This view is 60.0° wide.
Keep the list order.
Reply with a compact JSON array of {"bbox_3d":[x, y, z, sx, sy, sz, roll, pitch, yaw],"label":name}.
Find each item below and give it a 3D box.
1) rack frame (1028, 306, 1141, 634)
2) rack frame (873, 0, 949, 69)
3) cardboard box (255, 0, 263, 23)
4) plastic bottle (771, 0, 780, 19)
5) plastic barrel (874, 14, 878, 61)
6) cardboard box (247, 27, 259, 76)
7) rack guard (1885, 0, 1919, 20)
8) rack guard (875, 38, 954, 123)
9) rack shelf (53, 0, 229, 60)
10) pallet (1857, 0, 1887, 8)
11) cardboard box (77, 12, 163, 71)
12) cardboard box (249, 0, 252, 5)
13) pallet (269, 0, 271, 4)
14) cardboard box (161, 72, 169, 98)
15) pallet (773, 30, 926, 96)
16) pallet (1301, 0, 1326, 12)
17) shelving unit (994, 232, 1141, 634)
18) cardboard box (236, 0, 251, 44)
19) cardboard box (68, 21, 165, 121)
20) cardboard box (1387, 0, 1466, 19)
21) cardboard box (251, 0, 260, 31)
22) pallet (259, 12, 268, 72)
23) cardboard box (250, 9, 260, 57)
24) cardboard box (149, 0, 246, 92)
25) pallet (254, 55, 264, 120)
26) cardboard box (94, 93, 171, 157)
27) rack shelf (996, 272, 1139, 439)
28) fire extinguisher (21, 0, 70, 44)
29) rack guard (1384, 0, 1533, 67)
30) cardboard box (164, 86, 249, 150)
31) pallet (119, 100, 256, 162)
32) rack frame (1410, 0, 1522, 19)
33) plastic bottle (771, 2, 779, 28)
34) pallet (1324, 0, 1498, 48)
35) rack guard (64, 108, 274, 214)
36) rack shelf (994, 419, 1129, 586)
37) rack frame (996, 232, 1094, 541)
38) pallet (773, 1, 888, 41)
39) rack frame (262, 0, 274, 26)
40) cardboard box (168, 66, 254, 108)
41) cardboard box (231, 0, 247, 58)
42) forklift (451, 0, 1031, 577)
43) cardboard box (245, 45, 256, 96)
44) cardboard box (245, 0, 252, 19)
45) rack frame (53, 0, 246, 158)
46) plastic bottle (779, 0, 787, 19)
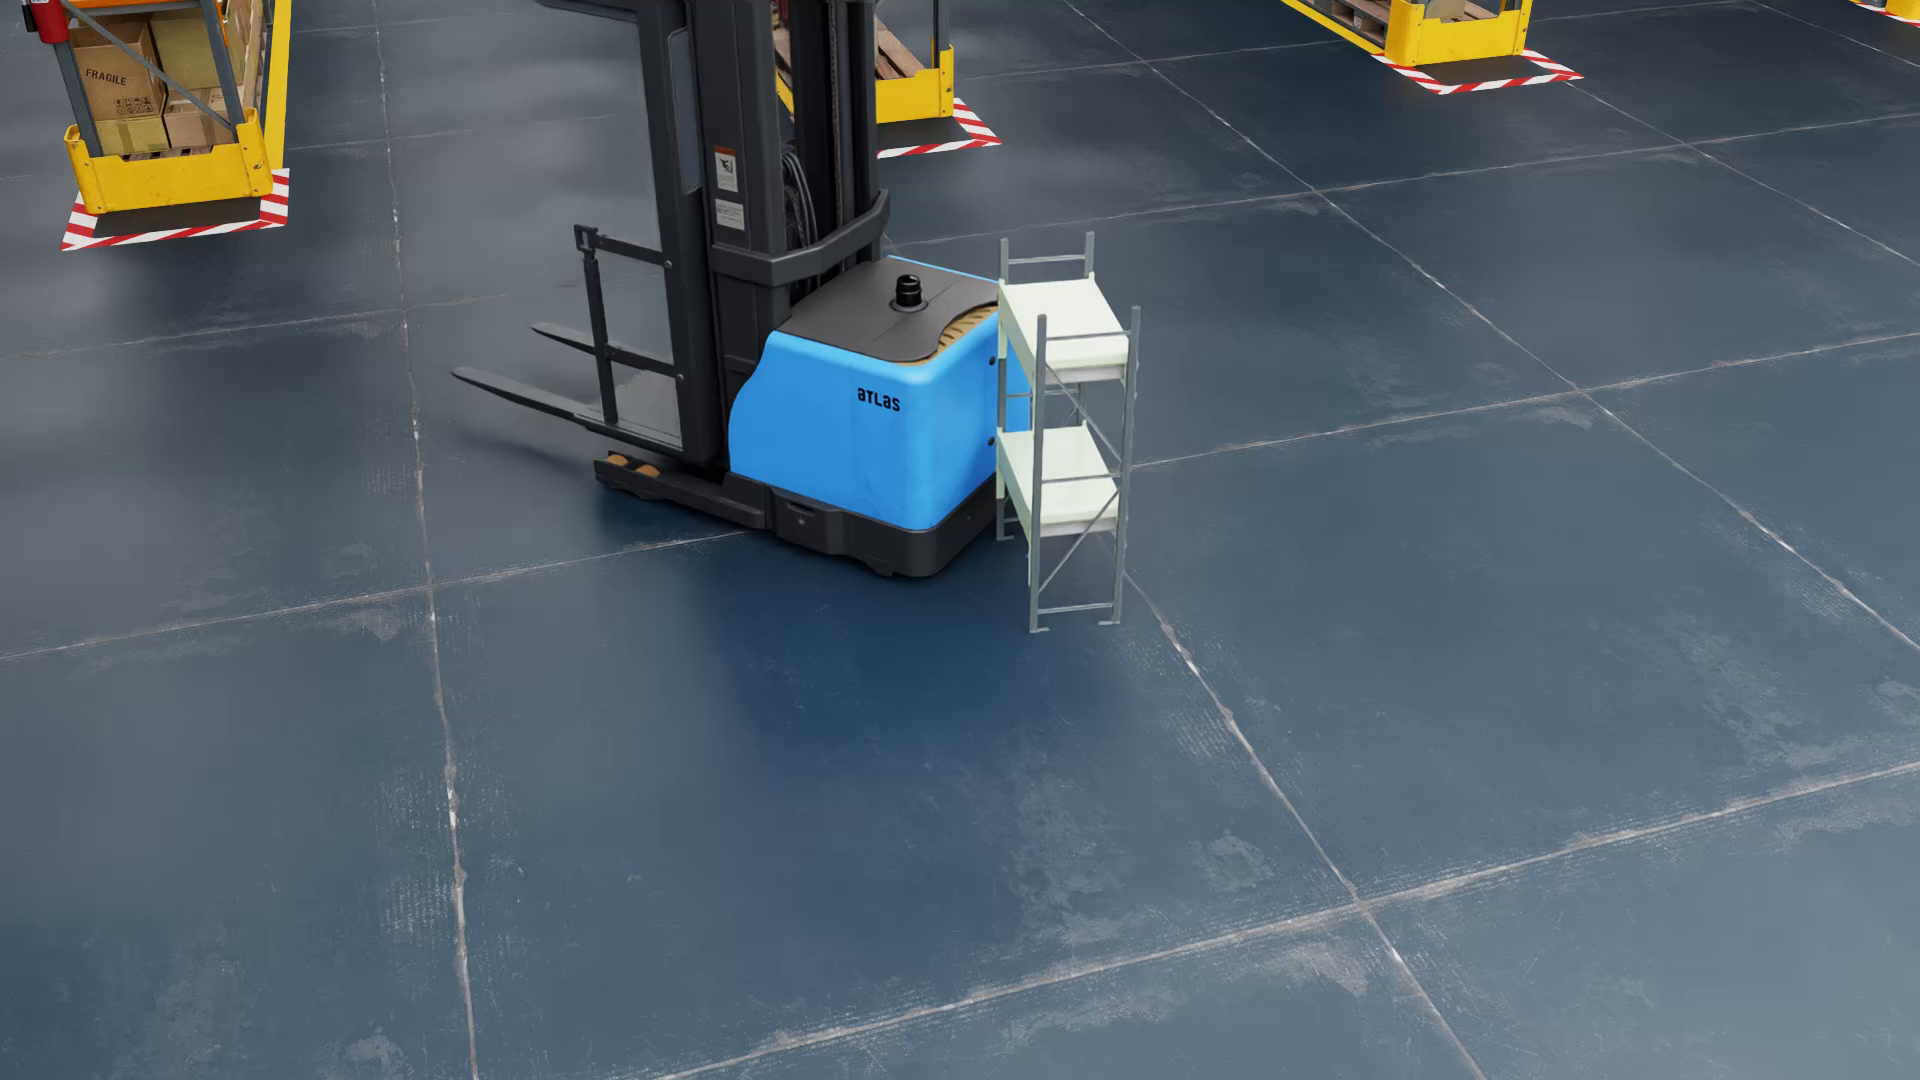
[{"bbox_3d":[0.493,-0.248,6.765,0.400,1.500,0.023,-6,34,-8],"label":"rack frame"},{"bbox_3d":[-0.572,-4.434,11.740,1.000,3.000,0.127,-10,35,-15],"label":"rack frame"},{"bbox_3d":[-6.161,-4.525,13.990,0.500,0.250,0.500,-10,35,-15],"label":"cardboard box"},{"bbox_3d":[-1.601,-4.509,13.924,0.152,0.276,0.135,-10,35,-14],"label":"plastic bottle"},{"bbox_3d":[-0.846,-3.904,12.813,0.421,0.512,0.421,0,33,0],"label":"plastic barrel"},{"bbox_3d":[-5.698,-3.738,12.799,0.500,0.250,0.500,-10,35,-15],"label":"cardboard box"},{"bbox_3d":[8.906,-4.993,14.852,1.175,0.500,0.348,-10,35,-15],"label":"rack guard"},{"bbox_3d":[-0.640,-3.423,12.477,1.175,0.500,0.348,-10,35,-15],"label":"rack guard"},{"bbox_3d":[-5.901,-4.353,12.270,1.077,0.370,4.000,-10,35,-15],"label":"rack shelf"},{"bbox_3d":[8.581,-5.292,15.567,1.003,0.211,1.213,-10,35,-15],"label":"pallet"},{"bbox_3d":[-6.057,-3.698,12.059,0.500,0.500,0.500,-10,35,-15],"label":"cardboard box"},{"bbox_3d":[-6.020,-4.573,13.383,0.500,0.500,0.500,-10,35,-15],"label":"cardboard box"},{"bbox_3d":[-6.773,-4.920,15.005,1.003,0.211,1.213,-10,35,-15],"label":"pallet"},{"bbox_3d":[-5.900,-3.124,11.870,0.500,0.250,0.500,-10,35,-15],"label":"cardboard box"},{"bbox_3d":[-0.883,-3.730,13.204,1.003,0.211,1.213,-10,35,-15],"label":"pallet"},{"bbox_3d":[3.539,-5.216,15.452,1.003,0.211,1.213,-10,35,-15],"label":"pallet"},{"bbox_3d":[0.429,-0.446,7.065,0.431,1.500,0.755,-6,34,-8],"label":"shelving unit"},{"bbox_3d":[-5.697,-4.051,12.593,0.500,0.500,0.500,-10,35,-15],"label":"cardboard box"},{"bbox_3d":[-5.738,-3.176,11.268,0.500,0.500,0.500,-10,35,-15],"label":"cardboard box"},{"bbox_3d":[3.970,-4.730,14.074,0.500,0.500,0.500,-4,34,-6],"label":"cardboard box"},{"bbox_3d":[-6.018,-4.261,13.590,0.500,0.250,0.500,-10,35,-15],"label":"cardboard box"},{"bbox_3d":[-6.308,-4.116,13.787,1.003,0.211,1.213,-10,35,-15],"label":"pallet"},{"bbox_3d":[-5.852,-4.001,13.197,0.500,0.250,0.500,-10,35,-15],"label":"cardboard box"},{"bbox_3d":[-5.397,-3.525,11.797,0.500,0.500,0.500,-10,35,-15],"label":"cardboard box"},{"bbox_3d":[-5.932,-3.474,12.816,1.003,0.211,1.213,-10,35,-15],"label":"pallet"},{"bbox_3d":[-5.736,-2.863,11.475,0.500,0.250,0.500,-10,35,-15],"label":"cardboard box"},{"bbox_3d":[0.429,-0.772,6.850,0.431,0.370,0.720,-6,34,-8],"label":"rack shelf"},{"bbox_3d":[-5.697,-3.431,10.291,0.296,0.674,0.183,-10,35,-15],"label":"fire extinguisher"},{"bbox_3d":[4.121,-4.264,13.750,1.175,0.500,0.348,-10,35,-15],"label":"rack guard"},{"bbox_3d":[-5.242,-2.950,11.607,0.500,0.250,0.500,-10,35,-15],"label":"cardboard box"},{"bbox_3d":[-5.564,-2.834,11.848,1.003,0.211,1.213,-10,35,-15],"label":"pallet"},{"bbox_3d":[4.145,-5.267,13.000,1.000,3.000,0.127,-10,35,-15],"label":"rack frame"},{"bbox_3d":[-1.550,-4.341,13.738,0.097,0.201,0.097,0,33,0],"label":"plastic bottle"},{"bbox_3d":[3.907,-4.576,14.484,1.003,0.211,1.213,-10,35,-15],"label":"pallet"},{"bbox_3d":[-5.283,-2.548,11.152,1.175,0.500,0.348,-10,35,-15],"label":"rack guard"},{"bbox_3d":[0.429,-0.174,7.245,0.431,0.370,0.720,-6,34,-8],"label":"rack shelf"},{"bbox_3d":[0.365,-0.645,7.366,0.400,1.500,0.023,-6,34,-8],"label":"rack frame"},{"bbox_3d":[-1.251,-4.370,14.172,1.003,0.211,1.213,-10,35,-15],"label":"pallet"},{"bbox_3d":[-6.511,-5.703,13.660,1.000,3.000,0.127,-10,35,-15],"label":"rack frame"},{"bbox_3d":[-5.398,-3.212,12.004,0.500,0.250,0.500,-10,35,-15],"label":"cardboard box"},{"bbox_3d":[-5.562,-3.786,12.191,0.500,0.500,0.500,-10,35,-15],"label":"cardboard box"},{"bbox_3d":[-1.186,-1.648,7.585,3.031,2.935,1.130,18,37,25],"label":"forklift"},{"bbox_3d":[-5.551,-3.475,12.401,0.500,0.250,0.500,-10,35,-15],"label":"cardboard box"},{"bbox_3d":[-5.864,-4.311,12.987,0.500,0.500,0.500,-10,35,-15],"label":"cardboard box"},{"bbox_3d":[-5.291,-3.603,10.482,1.000,3.000,0.127,-10,35,-15],"label":"rack frame"},{"bbox_3d":[-1.500,-4.530,13.950,0.061,0.283,0.133,-10,35,-15],"label":"plastic bottle"}]
